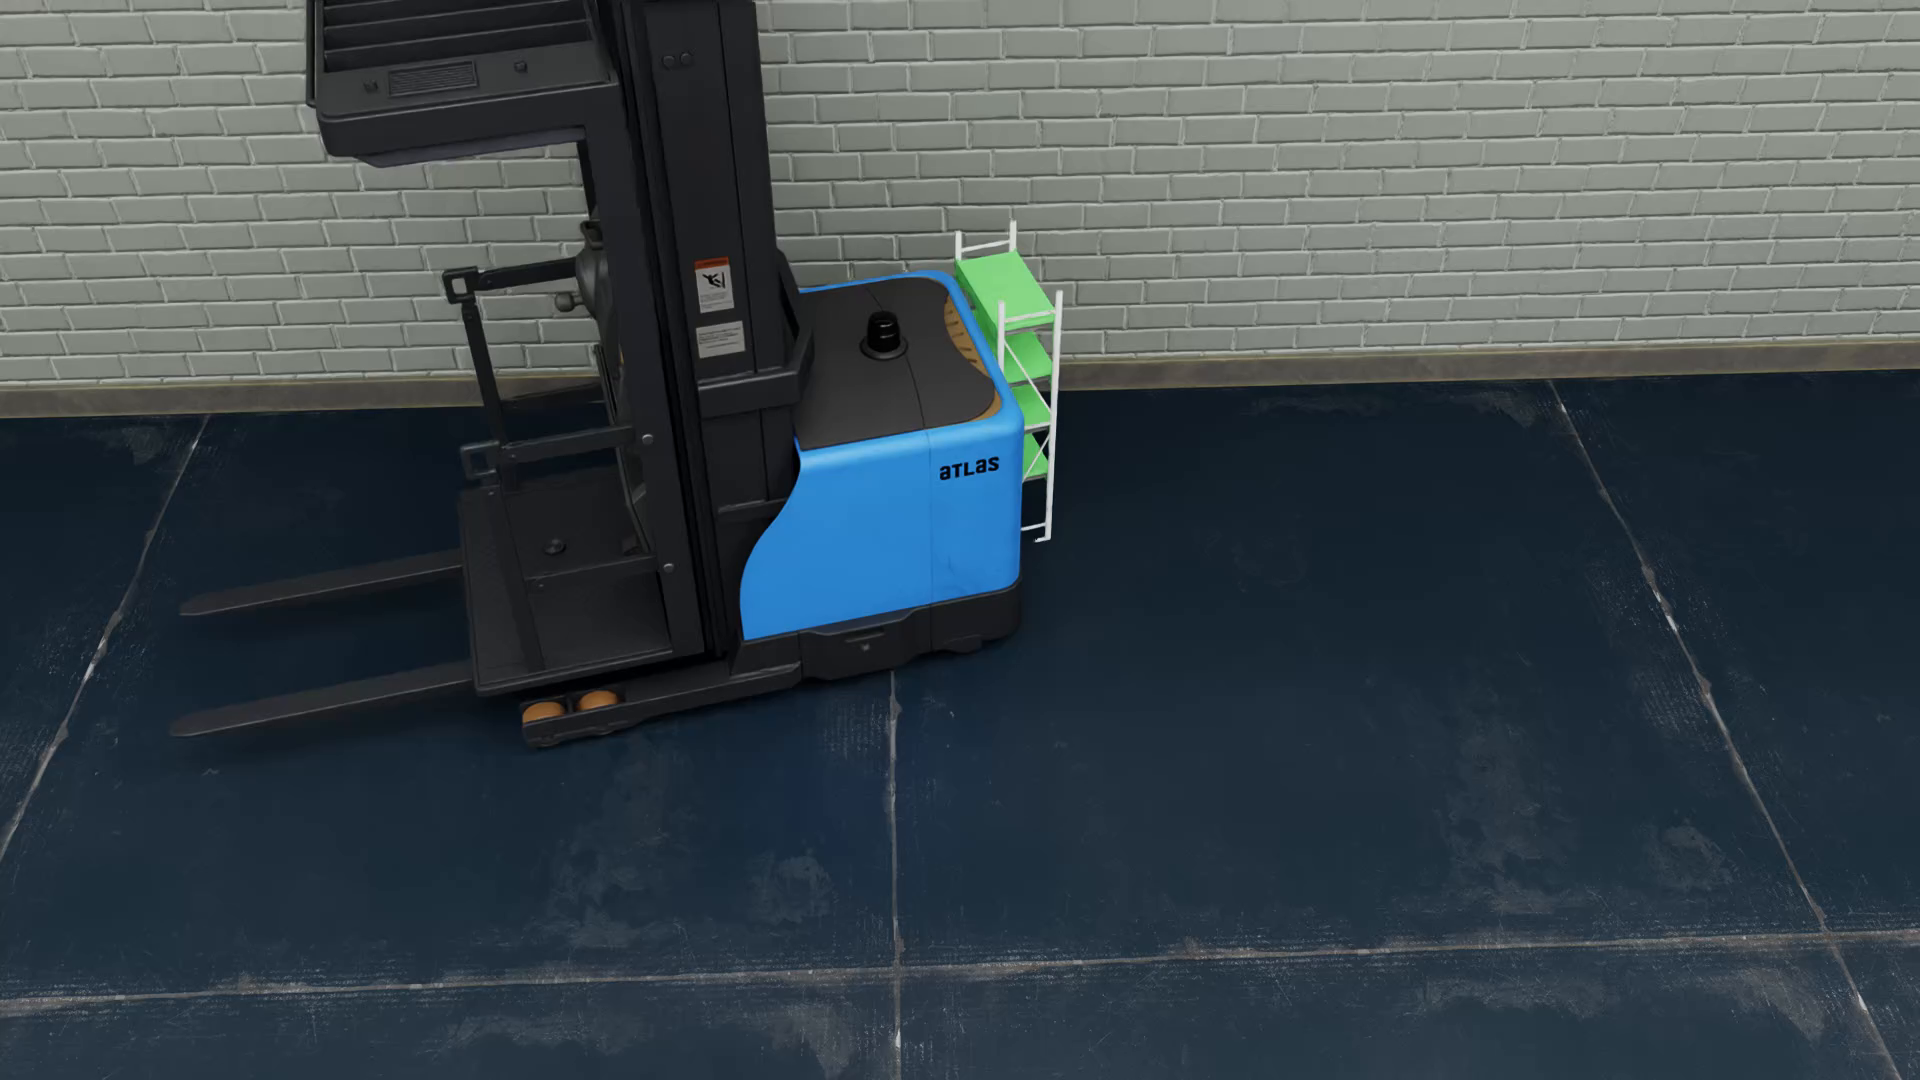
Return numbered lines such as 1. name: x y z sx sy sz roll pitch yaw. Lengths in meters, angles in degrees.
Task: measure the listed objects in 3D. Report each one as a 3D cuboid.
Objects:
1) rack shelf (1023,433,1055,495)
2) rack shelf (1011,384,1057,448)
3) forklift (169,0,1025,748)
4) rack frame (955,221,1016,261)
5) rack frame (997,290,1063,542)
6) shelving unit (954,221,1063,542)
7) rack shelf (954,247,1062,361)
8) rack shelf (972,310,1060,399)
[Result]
1. rack shelf: 0.174 -0.357 6.701 0.258 0.148 0.480 -13 44 -14
2. rack shelf: 0.174 -0.533 6.539 0.258 0.148 0.480 -13 44 -14
3. forklift: -1.341 -0.742 5.390 3.031 2.935 1.130 -11 44 -12
4. rack frame: 0.097 -0.737 6.666 0.240 1.200 0.015 -13 44 -14
5. rack frame: 0.251 -0.424 6.325 0.240 1.200 0.015 -13 44 -14
6. shelving unit: 0.174 -0.581 6.495 0.258 1.200 0.503 -13 44 -14
7. rack shelf: 0.174 -0.887 6.214 0.258 0.148 0.480 -13 44 -14
8. rack shelf: 0.174 -0.710 6.376 0.258 0.148 0.480 -13 44 -14
